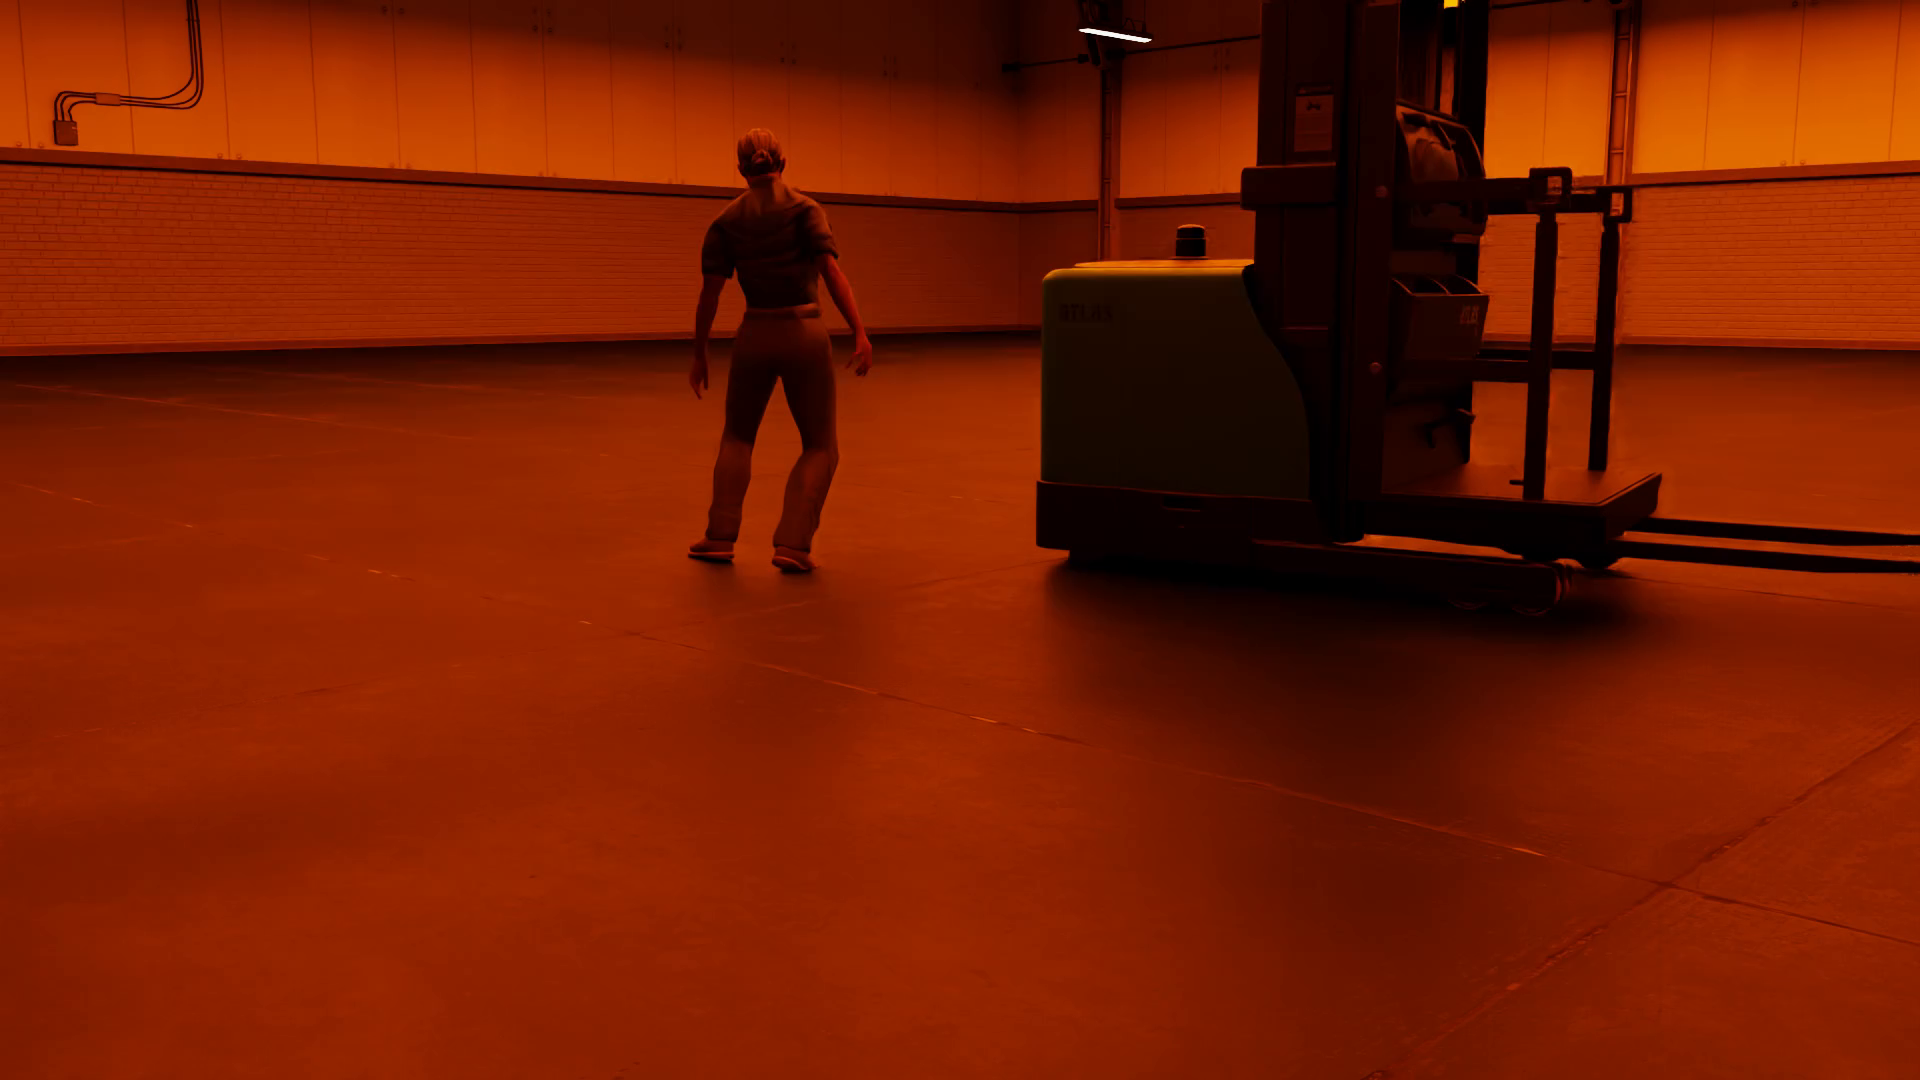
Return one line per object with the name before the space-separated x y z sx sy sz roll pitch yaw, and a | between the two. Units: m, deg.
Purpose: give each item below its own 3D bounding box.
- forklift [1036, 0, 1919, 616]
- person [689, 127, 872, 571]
forklift | 1.804 -1.303 5.527 3.031 2.935 1.130 5 10 31
person | -0.681 -0.676 6.050 0.818 1.636 0.460 4 9 23
